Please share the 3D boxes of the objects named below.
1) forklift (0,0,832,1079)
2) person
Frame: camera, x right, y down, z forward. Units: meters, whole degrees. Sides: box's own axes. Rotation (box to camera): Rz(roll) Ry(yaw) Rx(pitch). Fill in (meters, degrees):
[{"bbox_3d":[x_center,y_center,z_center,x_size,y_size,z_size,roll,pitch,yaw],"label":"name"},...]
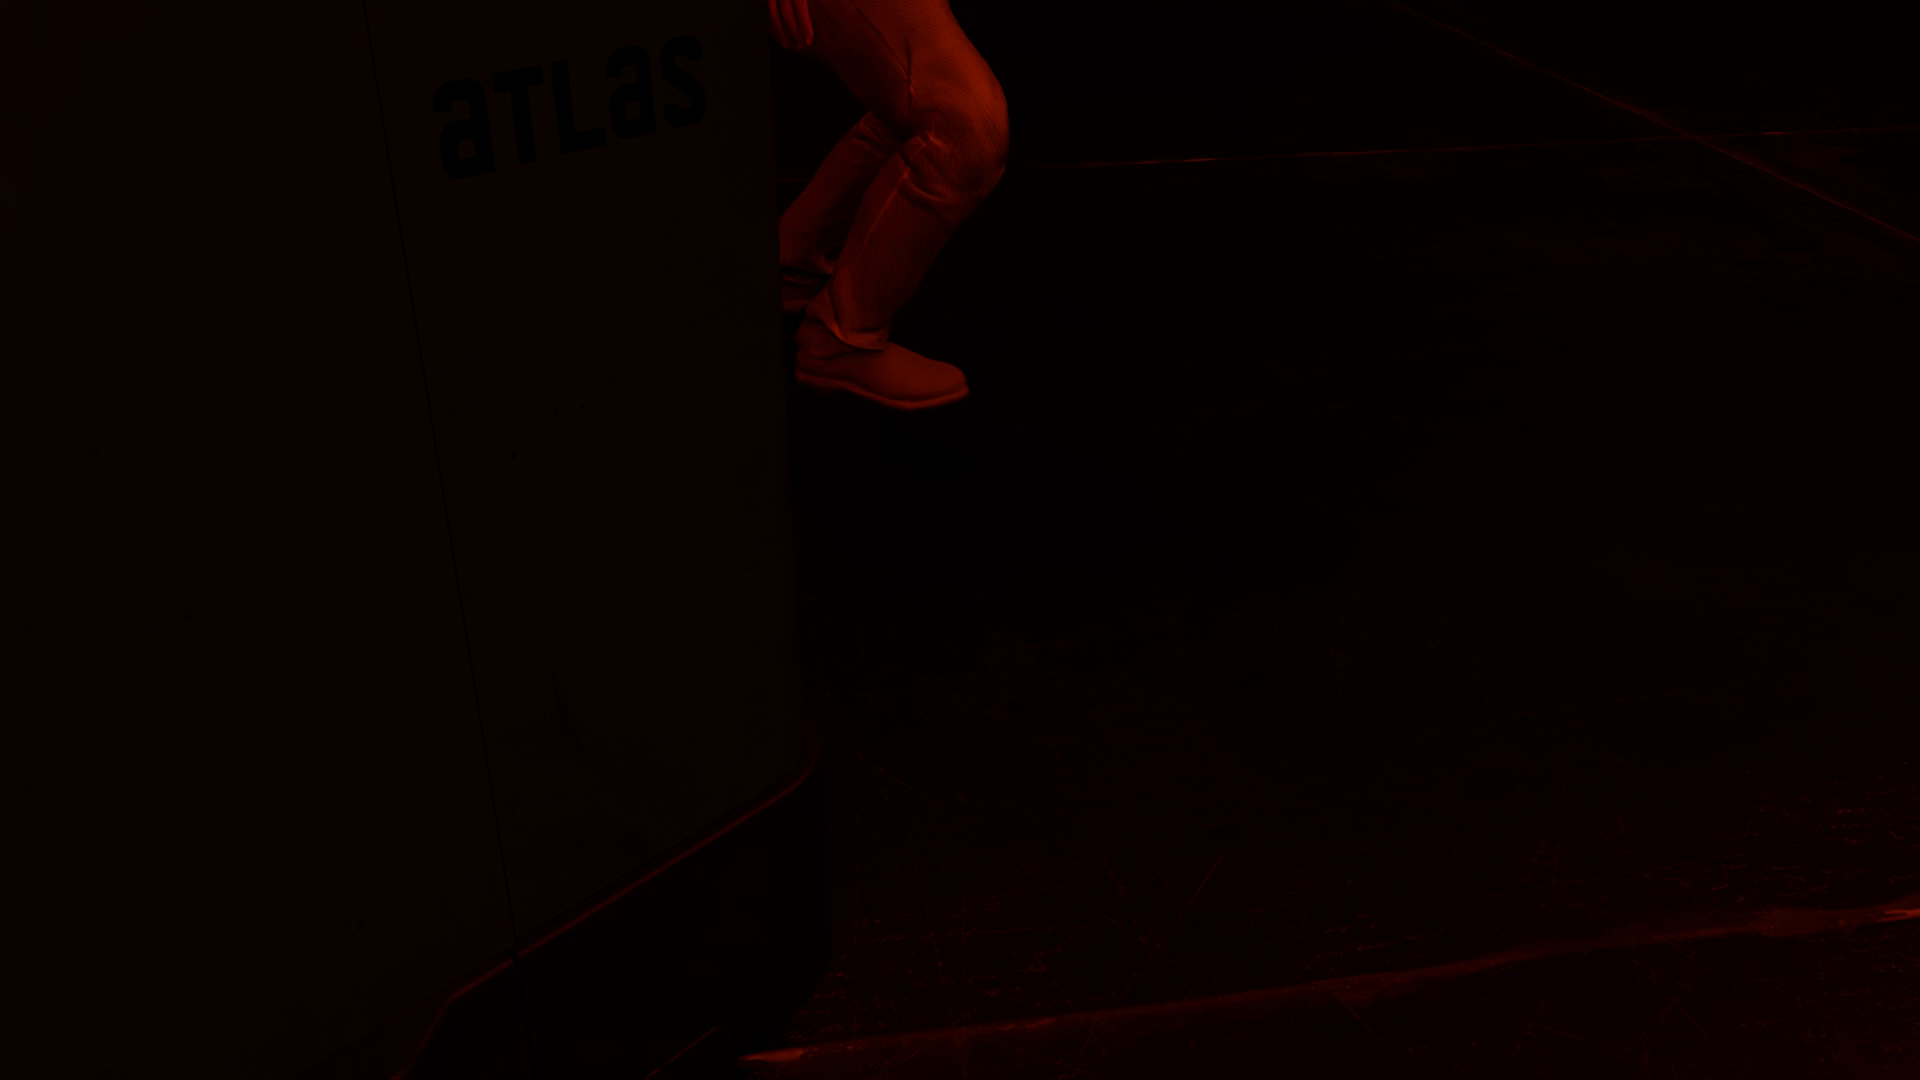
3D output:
[{"bbox_3d":[-1.480,-0.473,0.265,1.130,2.935,3.031,23,35,36],"label":"forklift"},{"bbox_3d":[-0.152,-1.049,2.752,0.673,1.656,0.938,8,29,15],"label":"person"}]
